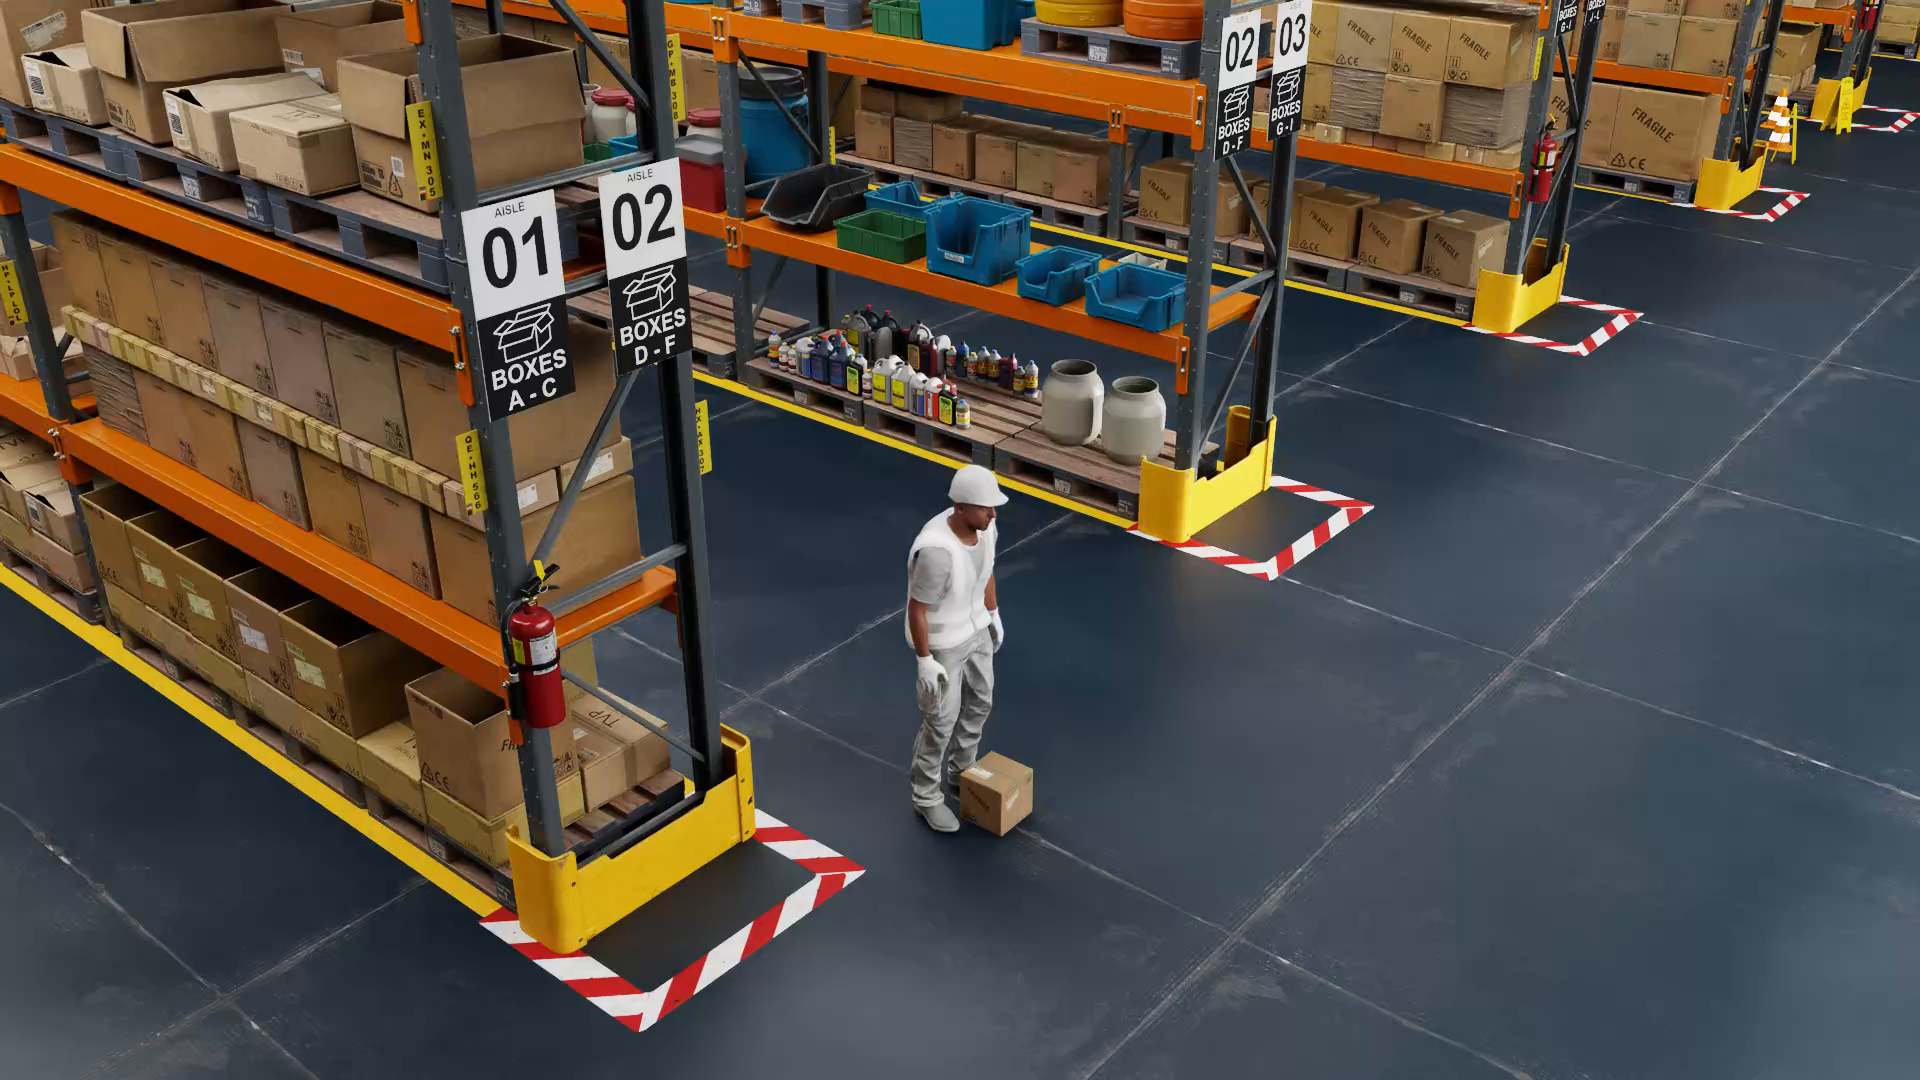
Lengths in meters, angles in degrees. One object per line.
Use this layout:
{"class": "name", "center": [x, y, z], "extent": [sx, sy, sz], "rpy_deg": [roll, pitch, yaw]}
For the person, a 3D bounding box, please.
{"class": "person", "center": [-0.005, 0.463, 7.702], "extent": [0.452, 1.773, 0.625], "rpy_deg": [18, 32, 32]}
